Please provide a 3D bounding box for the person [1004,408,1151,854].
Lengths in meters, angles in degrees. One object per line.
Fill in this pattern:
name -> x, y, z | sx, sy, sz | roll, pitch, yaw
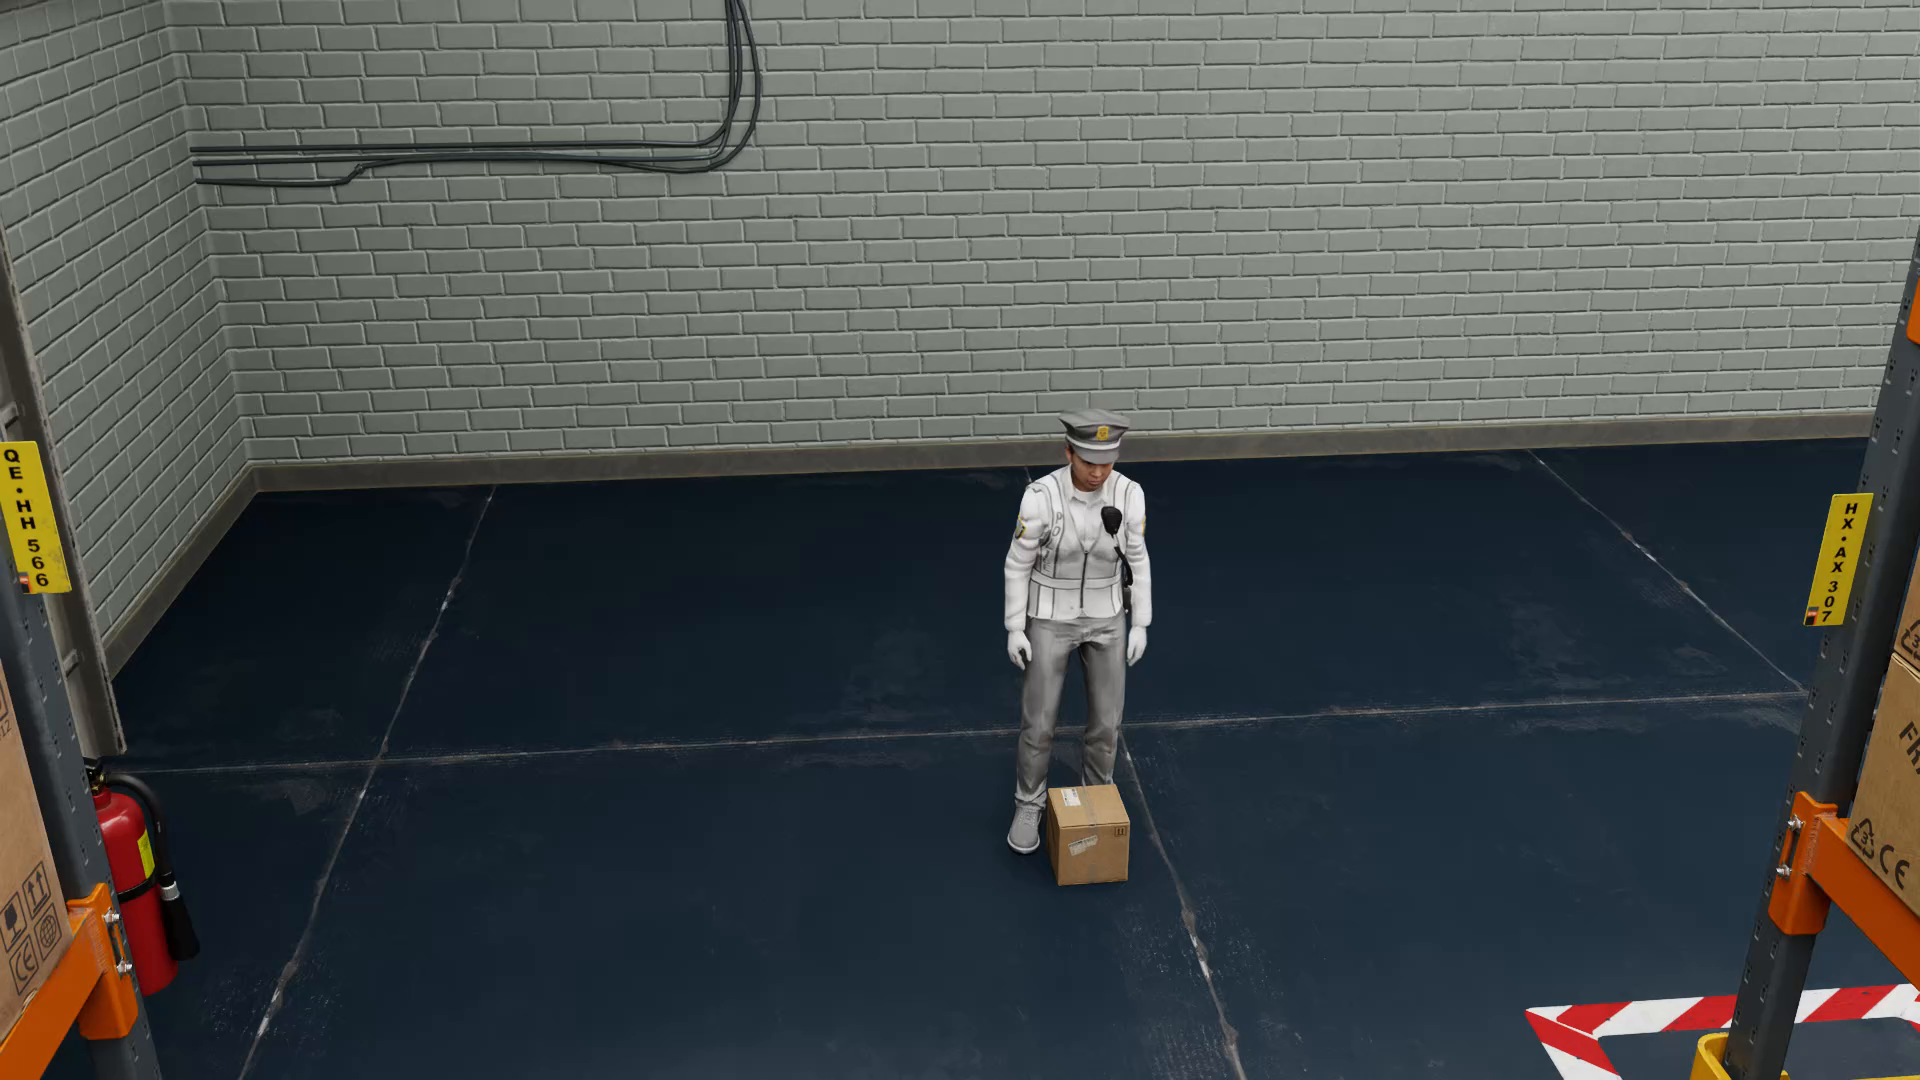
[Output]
person -> 0.417, 0.312, 5.892 | 0.526, 1.663, 0.373 | -3, 24, -6
